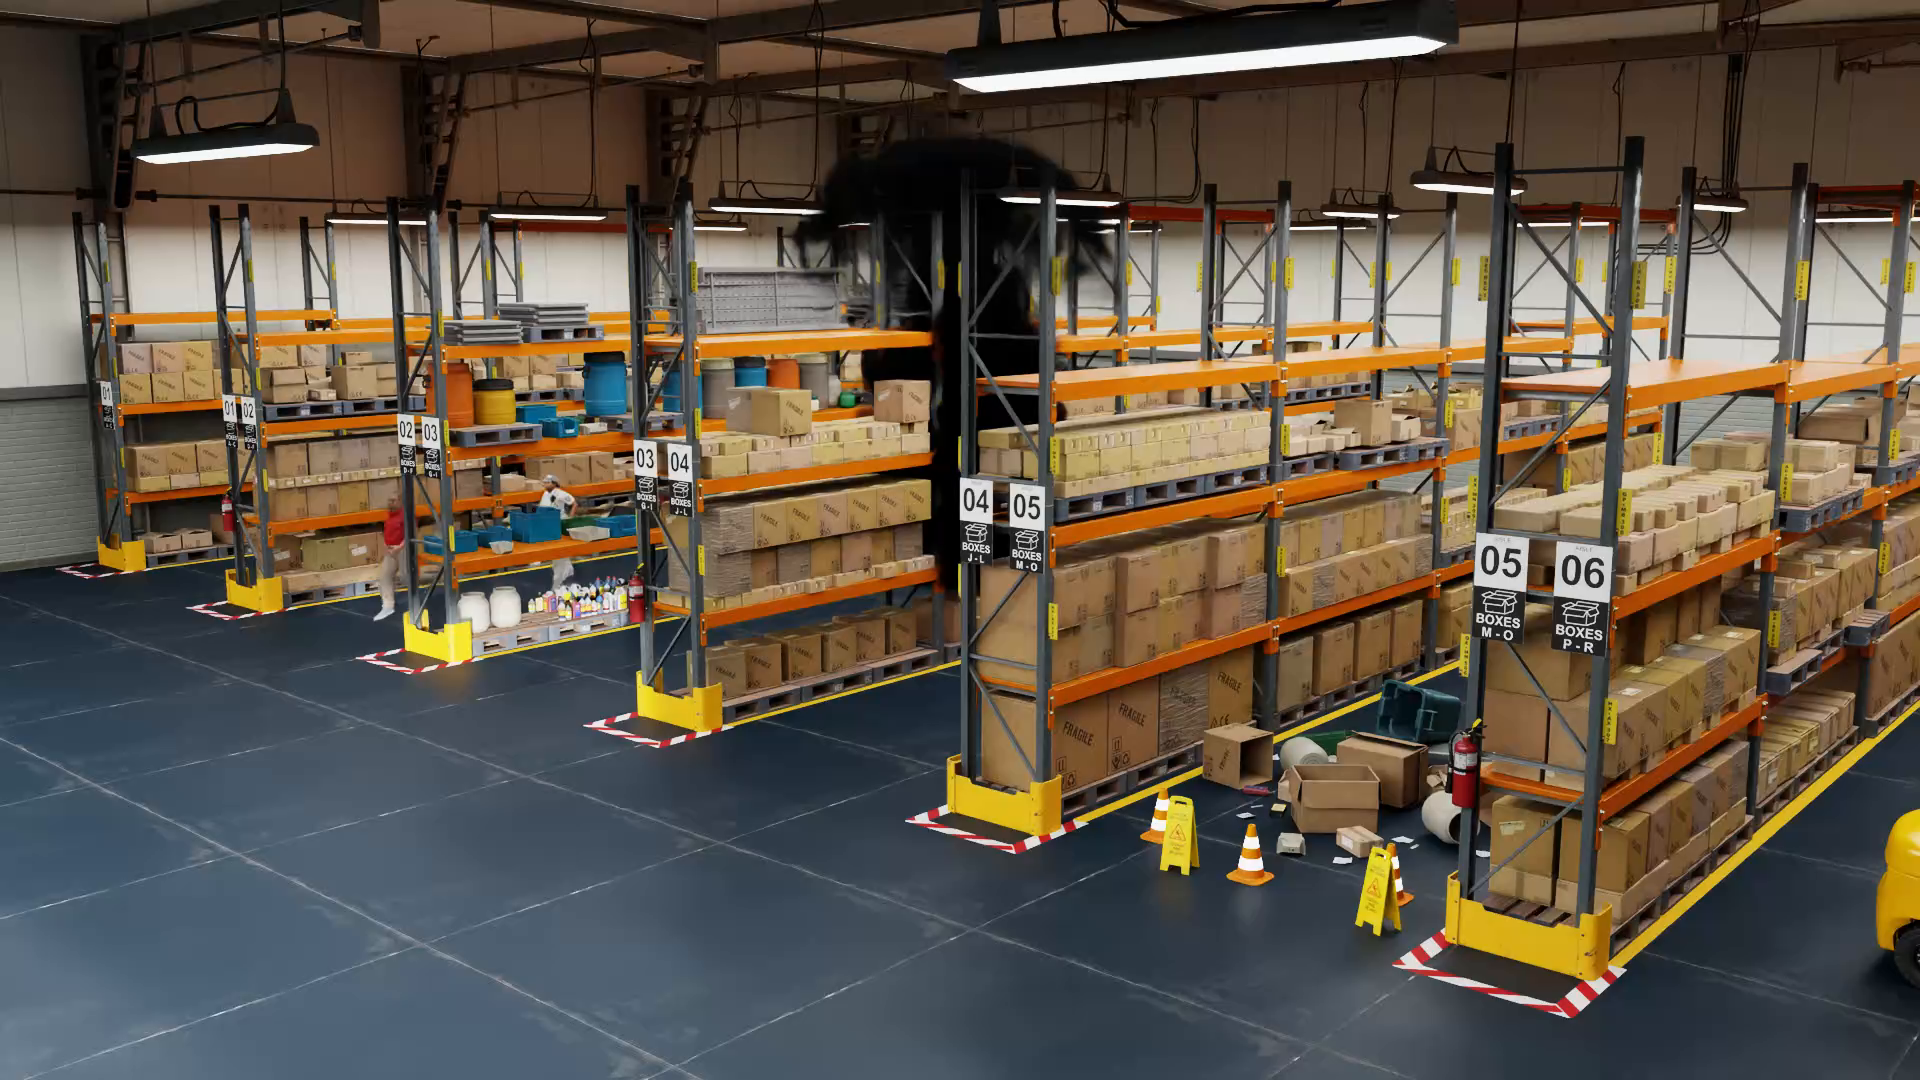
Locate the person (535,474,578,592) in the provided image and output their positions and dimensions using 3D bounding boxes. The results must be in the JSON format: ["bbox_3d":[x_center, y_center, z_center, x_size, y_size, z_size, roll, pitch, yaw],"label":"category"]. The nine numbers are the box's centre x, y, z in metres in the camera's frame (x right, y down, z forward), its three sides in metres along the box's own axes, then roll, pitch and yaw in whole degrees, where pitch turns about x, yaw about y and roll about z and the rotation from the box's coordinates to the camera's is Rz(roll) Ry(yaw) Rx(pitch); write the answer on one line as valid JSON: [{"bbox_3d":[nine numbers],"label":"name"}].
[{"bbox_3d":[-6.199,-0.116,25.469,0.698,1.797,0.617,-9,13,-44],"label":"person"}]

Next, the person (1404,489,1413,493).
[{"bbox_3d":[6.824,0.097,25.449,0.593,1.737,0.721,-8,13,-41],"label":"person"}]

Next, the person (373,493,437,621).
[{"bbox_3d":[-7.820,0.207,23.327,0.639,1.747,0.992,6,11,33],"label":"person"}]
